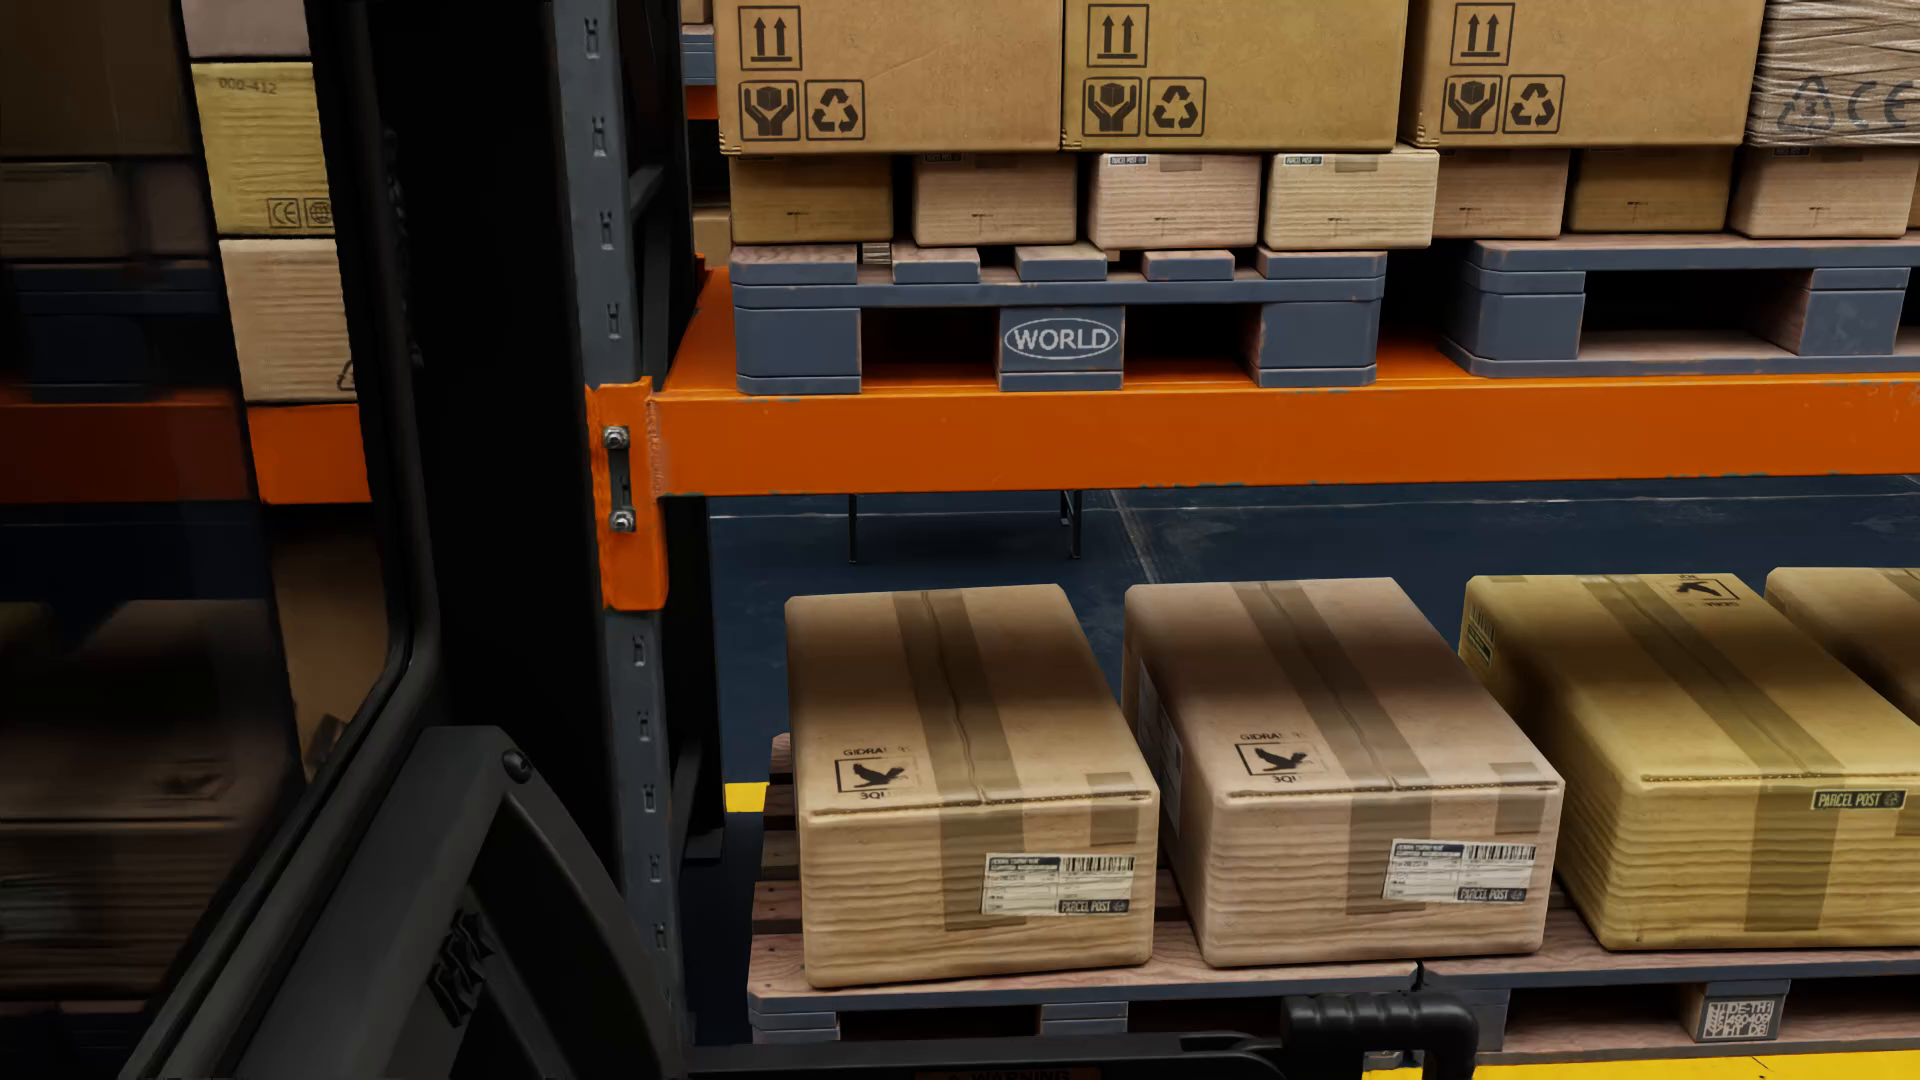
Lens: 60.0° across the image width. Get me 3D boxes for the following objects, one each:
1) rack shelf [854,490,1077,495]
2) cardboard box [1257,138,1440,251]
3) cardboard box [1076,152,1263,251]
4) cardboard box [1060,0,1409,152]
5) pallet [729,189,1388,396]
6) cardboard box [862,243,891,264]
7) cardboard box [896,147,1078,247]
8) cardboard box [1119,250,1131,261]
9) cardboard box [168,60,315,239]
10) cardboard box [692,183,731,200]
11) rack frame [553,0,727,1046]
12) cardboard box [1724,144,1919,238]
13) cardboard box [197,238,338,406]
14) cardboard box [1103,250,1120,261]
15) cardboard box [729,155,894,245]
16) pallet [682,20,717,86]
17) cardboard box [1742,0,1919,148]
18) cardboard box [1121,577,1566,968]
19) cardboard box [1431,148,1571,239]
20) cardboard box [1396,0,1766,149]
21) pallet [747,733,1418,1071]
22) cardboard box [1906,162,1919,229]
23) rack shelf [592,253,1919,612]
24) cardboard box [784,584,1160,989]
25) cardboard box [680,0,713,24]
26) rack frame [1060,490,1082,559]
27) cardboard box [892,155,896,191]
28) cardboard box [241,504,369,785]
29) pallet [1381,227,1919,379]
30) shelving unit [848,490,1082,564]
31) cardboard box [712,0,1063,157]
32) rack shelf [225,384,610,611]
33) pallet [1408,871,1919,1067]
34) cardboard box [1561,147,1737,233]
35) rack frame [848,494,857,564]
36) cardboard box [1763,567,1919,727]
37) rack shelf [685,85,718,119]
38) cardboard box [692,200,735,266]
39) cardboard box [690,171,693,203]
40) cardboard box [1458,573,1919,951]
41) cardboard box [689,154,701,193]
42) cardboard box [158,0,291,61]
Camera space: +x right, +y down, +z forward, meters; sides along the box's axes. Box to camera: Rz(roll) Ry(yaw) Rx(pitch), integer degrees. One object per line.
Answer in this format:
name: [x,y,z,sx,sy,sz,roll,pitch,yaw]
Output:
rack shelf: [0.007,-0.396,5.470,0.720,0.370,0.431,-1,21,-3]
cardboard box: [0.587,-0.578,2.687,0.250,0.149,0.380,-1,21,-3]
cardboard box: [0.311,-0.580,2.692,0.250,0.149,0.380,-3,21,-7]
cardboard box: [0.398,-0.900,2.620,0.500,0.500,0.500,0,21,0]
pallet: [0.121,-0.540,3.094,1.003,0.211,1.213,-1,21,-3]
cardboard box: [-0.248,-1.435,7.922,0.625,0.625,0.875,-1,21,-1]
cardboard box: [0.035,-0.591,2.720,0.250,0.149,0.380,-2,21,-6]
cardboard box: [1.076,-1.465,8.000,0.625,0.625,0.875,-2,21,-5]
cardboard box: [-1.053,-0.641,2.597,0.500,0.250,0.500,-1,21,-3]
cardboard box: [-1.308,-1.460,8.163,0.500,0.500,0.500,0,21,-1]
rack frame: [-0.584,-0.578,2.922,0.127,3.000,1.000,-1,21,-3]
cardboard box: [1.367,-0.613,2.777,0.250,0.149,0.380,-1,21,-1]
cardboard box: [-1.074,-0.405,2.680,0.500,0.250,0.500,-2,21,-5]
cardboard box: [0.404,-1.451,7.964,0.625,0.625,0.875,0,21,-1]
cardboard box: [-0.249,-0.597,2.736,0.250,0.149,0.380,-2,21,-6]
pallet: [-1.544,-2.212,7.486,1.003,0.211,1.213,-1,21,-3]
cardboard box: [1.428,-0.920,2.673,0.500,0.500,0.500,-2,21,-5]
cardboard box: [0.717,0.428,3.383,0.625,0.372,0.950,-2,21,-4]
cardboard box: [0.823,-0.611,2.773,0.250,0.149,0.380,0,21,0]
cardboard box: [0.928,-0.913,2.654,0.500,0.500,0.500,-1,21,-2]
pallet: [0.196,0.710,3.459,1.213,0.211,1.003,-1,21,-3]
cardboard box: [1.623,-0.645,2.862,0.250,0.149,0.380,-2,21,-5]
rack shelf: [1.412,-0.282,3.157,4.000,0.370,1.077,-1,21,-3]
cardboard box: [-0.020,0.446,3.336,0.625,0.372,0.950,-3,21,-7]
cardboard box: [-1.394,-2.629,7.579,0.500,0.500,0.500,0,21,-1]
rack frame: [0.372,-0.708,5.374,0.023,1.500,0.400,-1,21,-3]
cardboard box: [-0.007,-0.778,3.211,0.250,0.149,0.380,-1,21,-2]
cardboard box: [-1.279,0.204,3.266,0.875,0.875,0.875,-1,21,-4]
pallet: [1.390,-0.543,3.100,1.213,0.211,1.003,-1,21,-3]
shelving unit: [0.007,-0.701,5.354,0.755,1.500,0.431,-1,21,-3]
cardboard box: [-0.122,-0.887,2.585,0.500,0.500,0.500,-2,21,-5]
rack shelf: [-2.581,-0.201,2.944,4.000,0.370,1.077,-1,21,-3]
pallet: [1.411,0.686,3.521,1.213,0.211,1.003,-1,21,-3]
cardboard box: [1.103,-0.631,2.824,0.250,0.149,0.380,0,21,-1]
rack frame: [-0.359,-0.694,5.335,0.023,1.500,0.400,-1,21,-3]
cardboard box: [2.168,0.400,3.457,0.625,0.372,0.950,0,21,0]
rack shelf: [-2.868,-1.964,7.575,4.000,0.370,1.077,-1,21,-3]
cardboard box: [-1.281,-1.284,7.700,0.500,0.500,0.500,-1,21,-1]
cardboard box: [-1.350,-1.572,7.546,0.250,0.149,0.380,-2,21,-6]
cardboard box: [1.474,0.415,3.418,0.625,0.372,0.950,0,21,-1]
cardboard box: [-1.410,-1.772,8.071,0.250,0.149,0.380,0,21,0]
cardboard box: [-1.086,-0.988,2.455,0.500,0.500,0.500,-2,21,-5]
